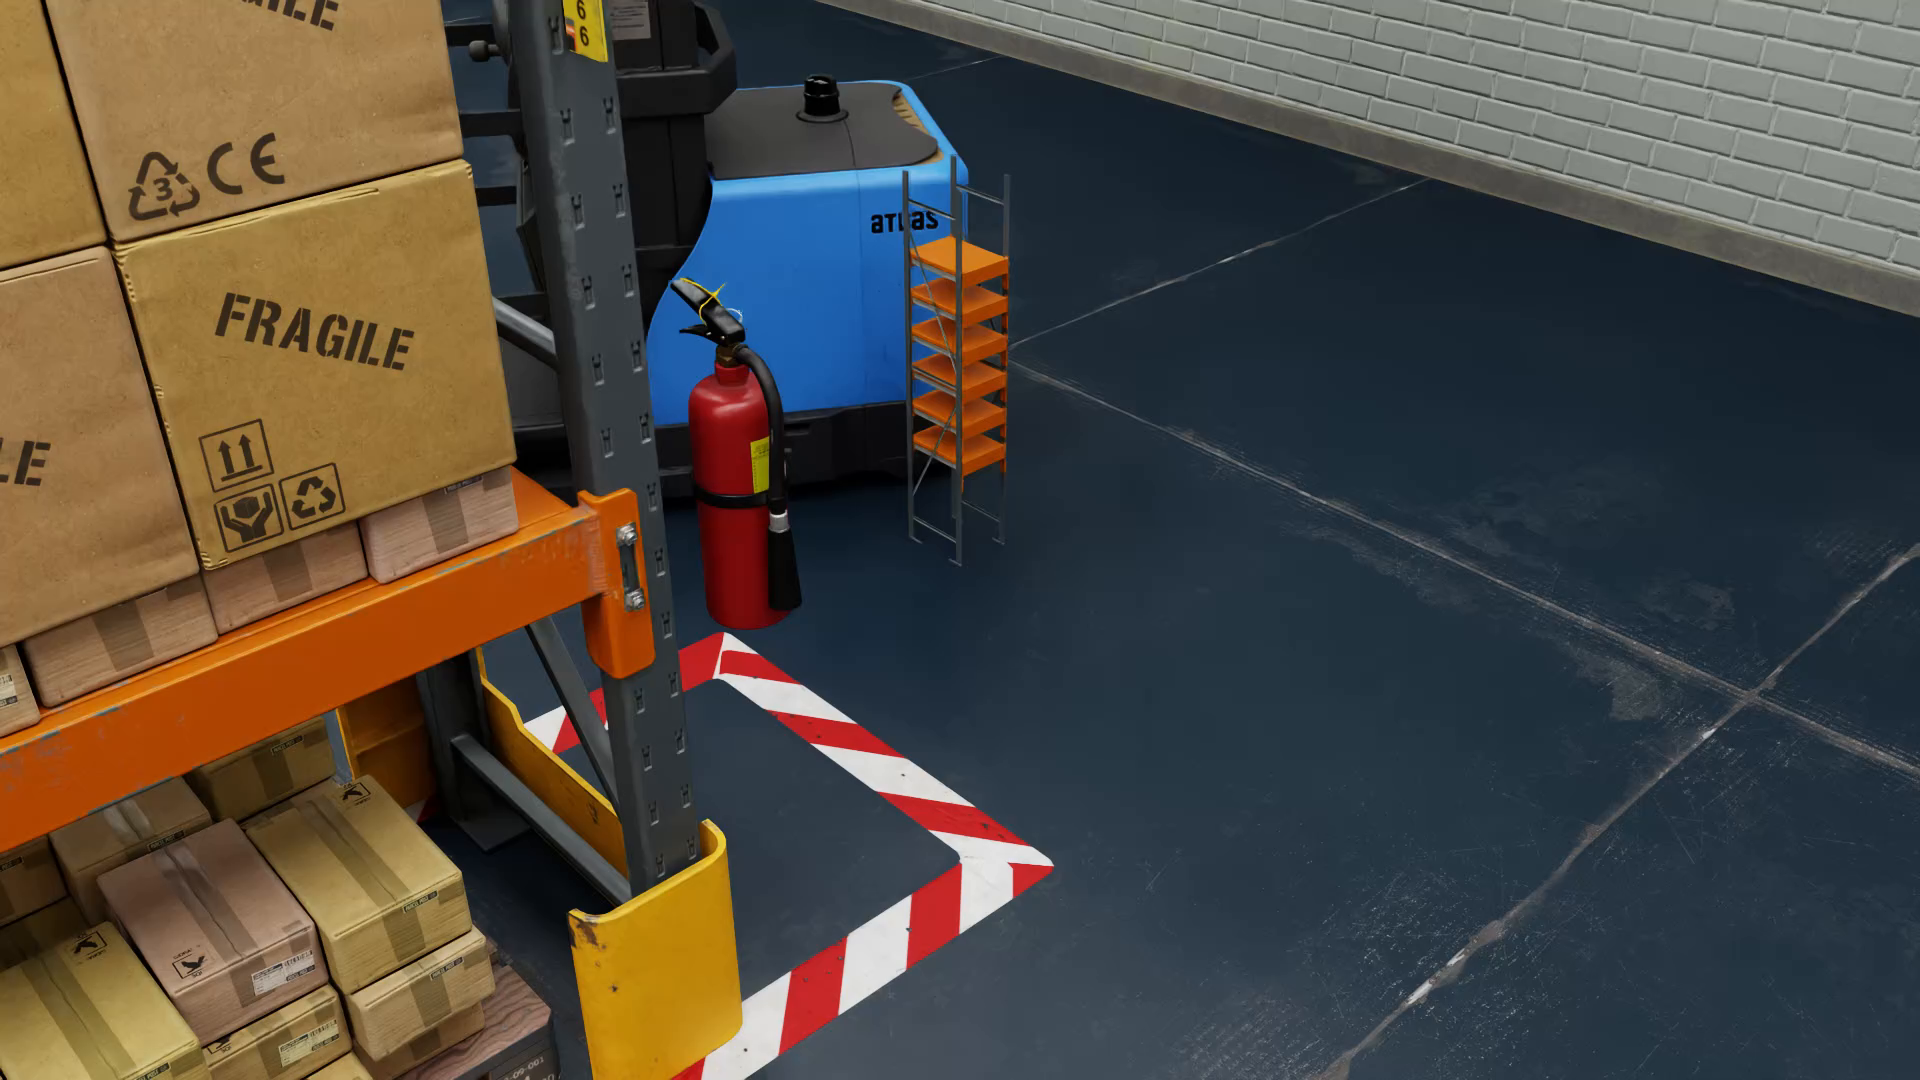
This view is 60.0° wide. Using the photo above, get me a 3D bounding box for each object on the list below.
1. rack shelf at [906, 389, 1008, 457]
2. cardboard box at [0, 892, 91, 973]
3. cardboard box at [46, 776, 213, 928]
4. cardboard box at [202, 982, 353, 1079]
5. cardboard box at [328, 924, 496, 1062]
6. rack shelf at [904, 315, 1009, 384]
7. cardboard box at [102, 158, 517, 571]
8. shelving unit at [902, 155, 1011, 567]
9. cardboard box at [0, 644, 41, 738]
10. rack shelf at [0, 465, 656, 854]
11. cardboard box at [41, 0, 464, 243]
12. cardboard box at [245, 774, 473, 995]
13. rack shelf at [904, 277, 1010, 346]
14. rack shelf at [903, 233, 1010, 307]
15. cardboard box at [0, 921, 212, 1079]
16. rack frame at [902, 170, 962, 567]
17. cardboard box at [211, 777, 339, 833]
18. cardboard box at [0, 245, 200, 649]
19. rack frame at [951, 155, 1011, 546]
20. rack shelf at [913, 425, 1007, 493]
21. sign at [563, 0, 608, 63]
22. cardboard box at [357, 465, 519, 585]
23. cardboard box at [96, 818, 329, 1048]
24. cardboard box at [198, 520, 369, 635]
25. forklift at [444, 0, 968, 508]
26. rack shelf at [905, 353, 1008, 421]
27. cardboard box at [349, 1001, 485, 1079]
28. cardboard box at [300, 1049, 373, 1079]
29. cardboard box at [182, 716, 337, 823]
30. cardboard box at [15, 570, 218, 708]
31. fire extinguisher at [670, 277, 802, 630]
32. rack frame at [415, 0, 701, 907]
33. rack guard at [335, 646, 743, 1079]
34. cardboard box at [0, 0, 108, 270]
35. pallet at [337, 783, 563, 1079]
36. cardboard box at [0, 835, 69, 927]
[{"bbox_3d":[-0.011,-0.366,5.014,0.180,0.103,0.258,-26,40,-35],"label":"rack shelf"},{"bbox_3d":[-1.823,0.759,3.179,0.250,0.149,0.380,-25,39,-35],"label":"cardboard box"},{"bbox_3d":[-1.641,0.548,3.239,0.250,0.149,0.380,-25,39,-35],"label":"cardboard box"},{"bbox_3d":[-1.327,0.843,3.041,0.250,0.149,0.380,-27,40,-36],"label":"cardboard box"},{"bbox_3d":[-1.099,0.771,3.159,0.250,0.149,0.380,-27,41,-37],"label":"cardboard box"},{"bbox_3d":[-0.011,-0.571,4.889,0.180,0.103,0.258,-26,40,-35],"label":"rack shelf"},{"bbox_3d":[-1.060,-0.347,2.561,0.500,0.500,0.500,-25,39,-35],"label":"cardboard box"},{"bbox_3d":[-0.011,-0.507,4.929,0.189,1.200,0.258,-26,40,-35],"label":"shelving unit"},{"bbox_3d":[-1.505,0.164,2.348,0.250,0.149,0.380,-25,39,-34],"label":"cardboard box"},{"bbox_3d":[-2.372,0.581,2.114,4.000,0.370,1.077,-26,40,-35],"label":"rack shelf"},{"bbox_3d":[-1.072,-0.774,2.301,0.500,0.500,0.500,-27,40,-36],"label":"cardboard box"},{"bbox_3d":[-1.121,0.633,3.100,0.250,0.149,0.380,-25,40,-35],"label":"cardboard box"},{"bbox_3d":[-0.011,-0.674,4.827,0.180,0.103,0.258,-26,40,-35],"label":"rack shelf"},{"bbox_3d":[-0.011,-0.776,4.764,0.180,0.103,0.258,-26,40,-35],"label":"rack shelf"},{"bbox_3d":[-1.448,0.840,2.760,0.250,0.149,0.380,-27,40,-36],"label":"cardboard box"},{"bbox_3d":[-0.078,-0.474,4.876,0.006,1.200,0.240,-26,40,-35],"label":"rack frame"},{"bbox_3d":[-1.464,0.562,3.500,0.250,0.149,0.380,-24,39,-34],"label":"cardboard box"},{"bbox_3d":[-1.441,-0.166,2.266,0.500,0.500,0.500,-27,40,-36],"label":"cardboard box"},{"bbox_3d":[0.056,-0.539,4.982,0.006,1.200,0.240,-26,40,-35],"label":"rack frame"},{"bbox_3d":[-0.011,-0.264,5.077,0.180,0.103,0.258,-26,40,-35],"label":"rack shelf"},{"bbox_3d":[-0.543,-0.845,2.343,0.005,0.325,0.100,-26,40,-35],"label":"sign"},{"bbox_3d":[-0.952,-0.104,2.786,0.250,0.149,0.380,-26,40,-35],"label":"cardboard box"},{"bbox_3d":[-1.345,0.700,2.990,0.250,0.149,0.380,-25,39,-35],"label":"cardboard box"},{"bbox_3d":[-1.160,-0.031,2.665,0.250,0.149,0.380,-26,40,-36],"label":"cardboard box"},{"bbox_3d":[-1.533,-1.549,4.974,3.031,2.935,1.130,-7,32,-11],"label":"forklift"},{"bbox_3d":[-0.011,-0.469,4.952,0.180,0.103,0.258,-26,40,-35],"label":"rack shelf"},{"bbox_3d":[-1.150,0.868,3.285,0.250,0.149,0.380,-25,39,-35],"label":"cardboard box"},{"bbox_3d":[-1.269,0.998,3.072,0.250,0.149,0.380,-24,39,-34],"label":"cardboard box"},{"bbox_3d":[-1.521,0.404,3.474,0.380,0.149,0.250,27,41,37],"label":"cardboard box"},{"bbox_3d":[-1.334,0.064,2.511,0.250,0.149,0.380,-26,40,-36],"label":"cardboard box"},{"bbox_3d":[-0.407,-0.156,3.062,0.183,0.674,0.296,-26,40,-35],"label":"fire extinguisher"},{"bbox_3d":[-0.906,-0.435,3.087,0.127,3.000,1.000,-26,40,-35],"label":"rack frame"},{"bbox_3d":[-0.961,0.658,3.695,0.348,0.500,1.175,-26,40,-35],"label":"rack guard"},{"bbox_3d":[-1.444,-0.594,2.007,0.500,0.500,0.500,-27,41,-37],"label":"cardboard box"},{"bbox_3d":[-1.581,1.056,3.321,1.213,0.211,1.003,-26,40,-35],"label":"pallet"},{"bbox_3d":[-1.913,0.588,3.173,0.250,0.149,0.380,-26,40,-36],"label":"cardboard box"}]
